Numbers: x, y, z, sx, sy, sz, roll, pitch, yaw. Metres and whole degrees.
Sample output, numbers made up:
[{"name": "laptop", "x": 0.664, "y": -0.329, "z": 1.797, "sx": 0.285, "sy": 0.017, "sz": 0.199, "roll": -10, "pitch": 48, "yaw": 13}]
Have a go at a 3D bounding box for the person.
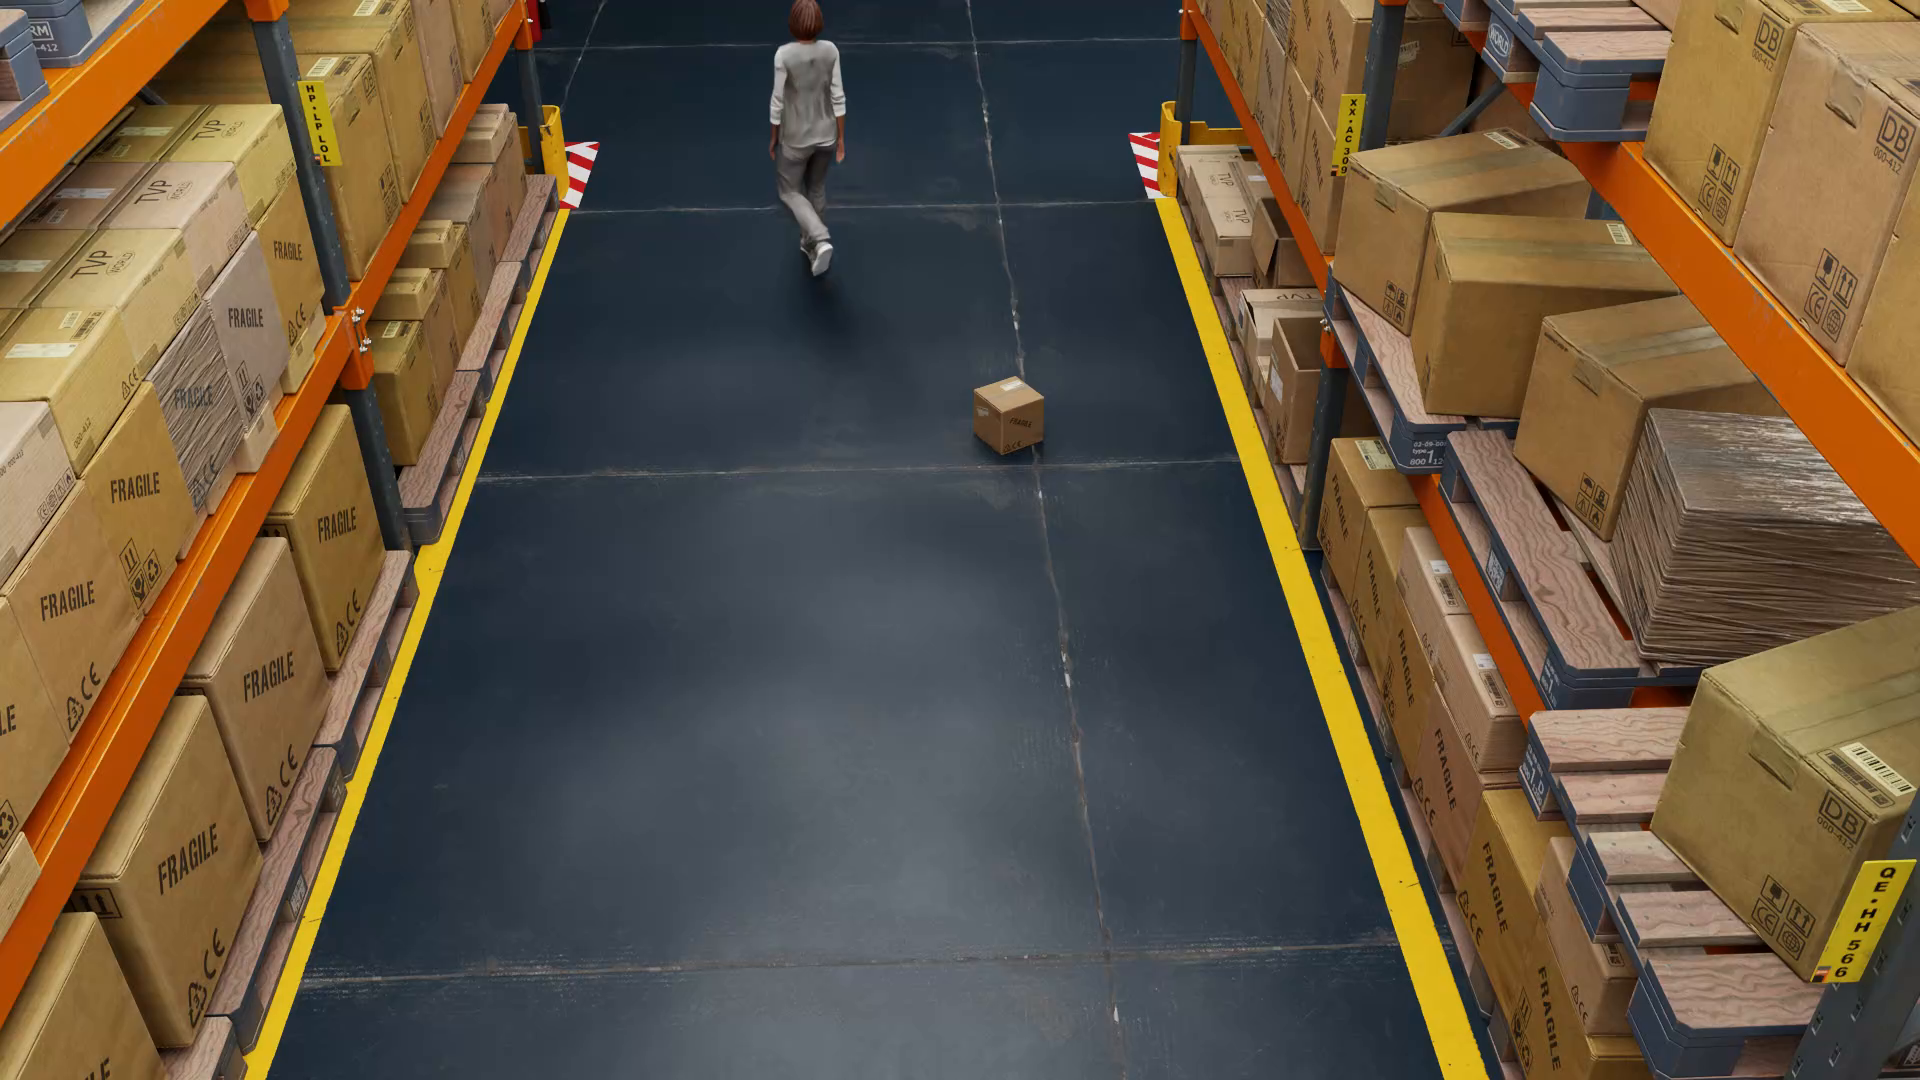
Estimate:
[{"name": "person", "x": -0.821, "y": -2.209, "z": 9.197, "sx": 0.410, "sy": 1.573, "sz": 0.693, "roll": -17, "pitch": 39, "yaw": -22}]
